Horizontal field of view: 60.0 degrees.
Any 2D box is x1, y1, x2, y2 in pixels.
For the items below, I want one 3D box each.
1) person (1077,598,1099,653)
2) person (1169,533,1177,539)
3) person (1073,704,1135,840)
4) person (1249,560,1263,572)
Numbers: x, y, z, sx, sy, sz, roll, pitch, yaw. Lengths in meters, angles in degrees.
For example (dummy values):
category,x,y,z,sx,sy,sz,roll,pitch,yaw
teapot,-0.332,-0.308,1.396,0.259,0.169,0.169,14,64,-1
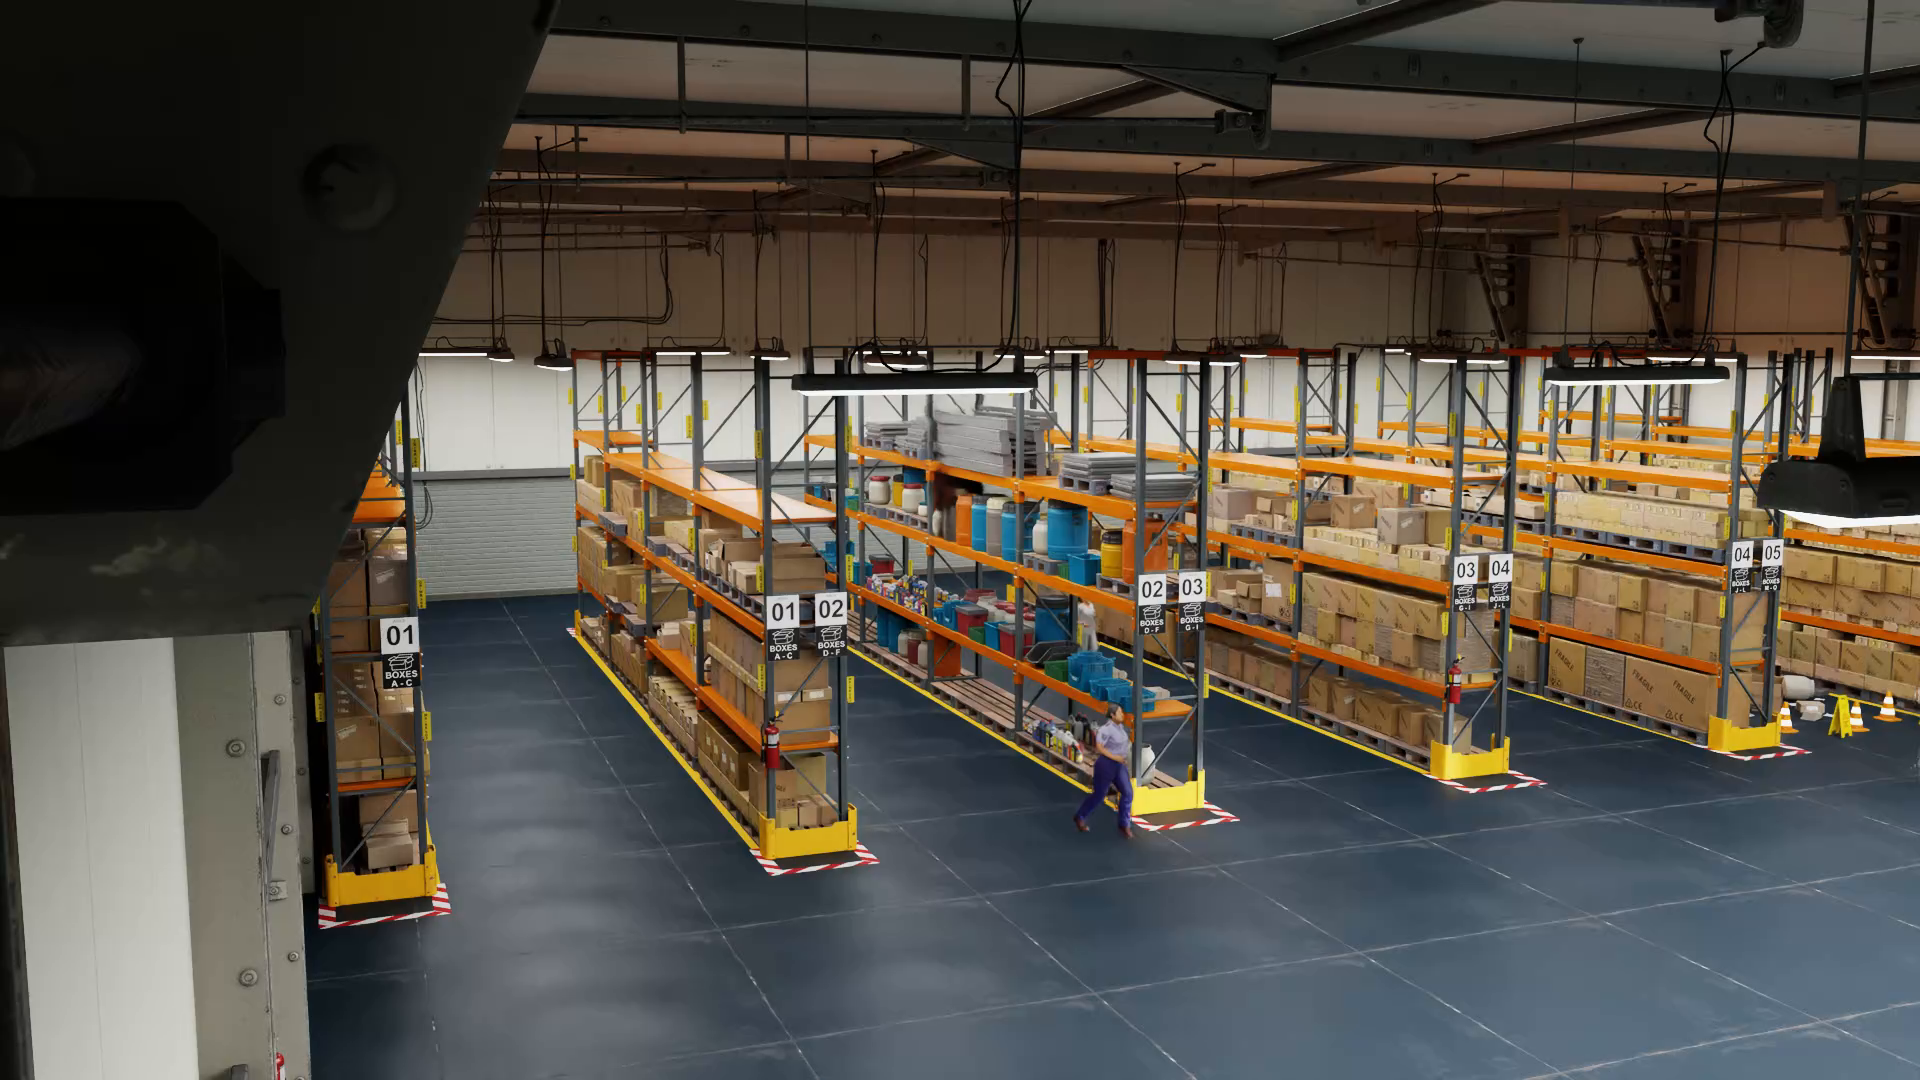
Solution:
category,x,y,z,sx,sy,sz,roll,pitch,yaw
person,2.298,1.724,30.499,0.568,1.672,0.922,-4,8,-32
person,4.981,0.662,38.913,0.675,1.659,0.919,-2,7,-12
person,1.924,2.922,21.108,0.827,1.659,0.697,6,9,38
person,7.339,0.348,41.258,0.552,1.733,0.717,5,8,33
